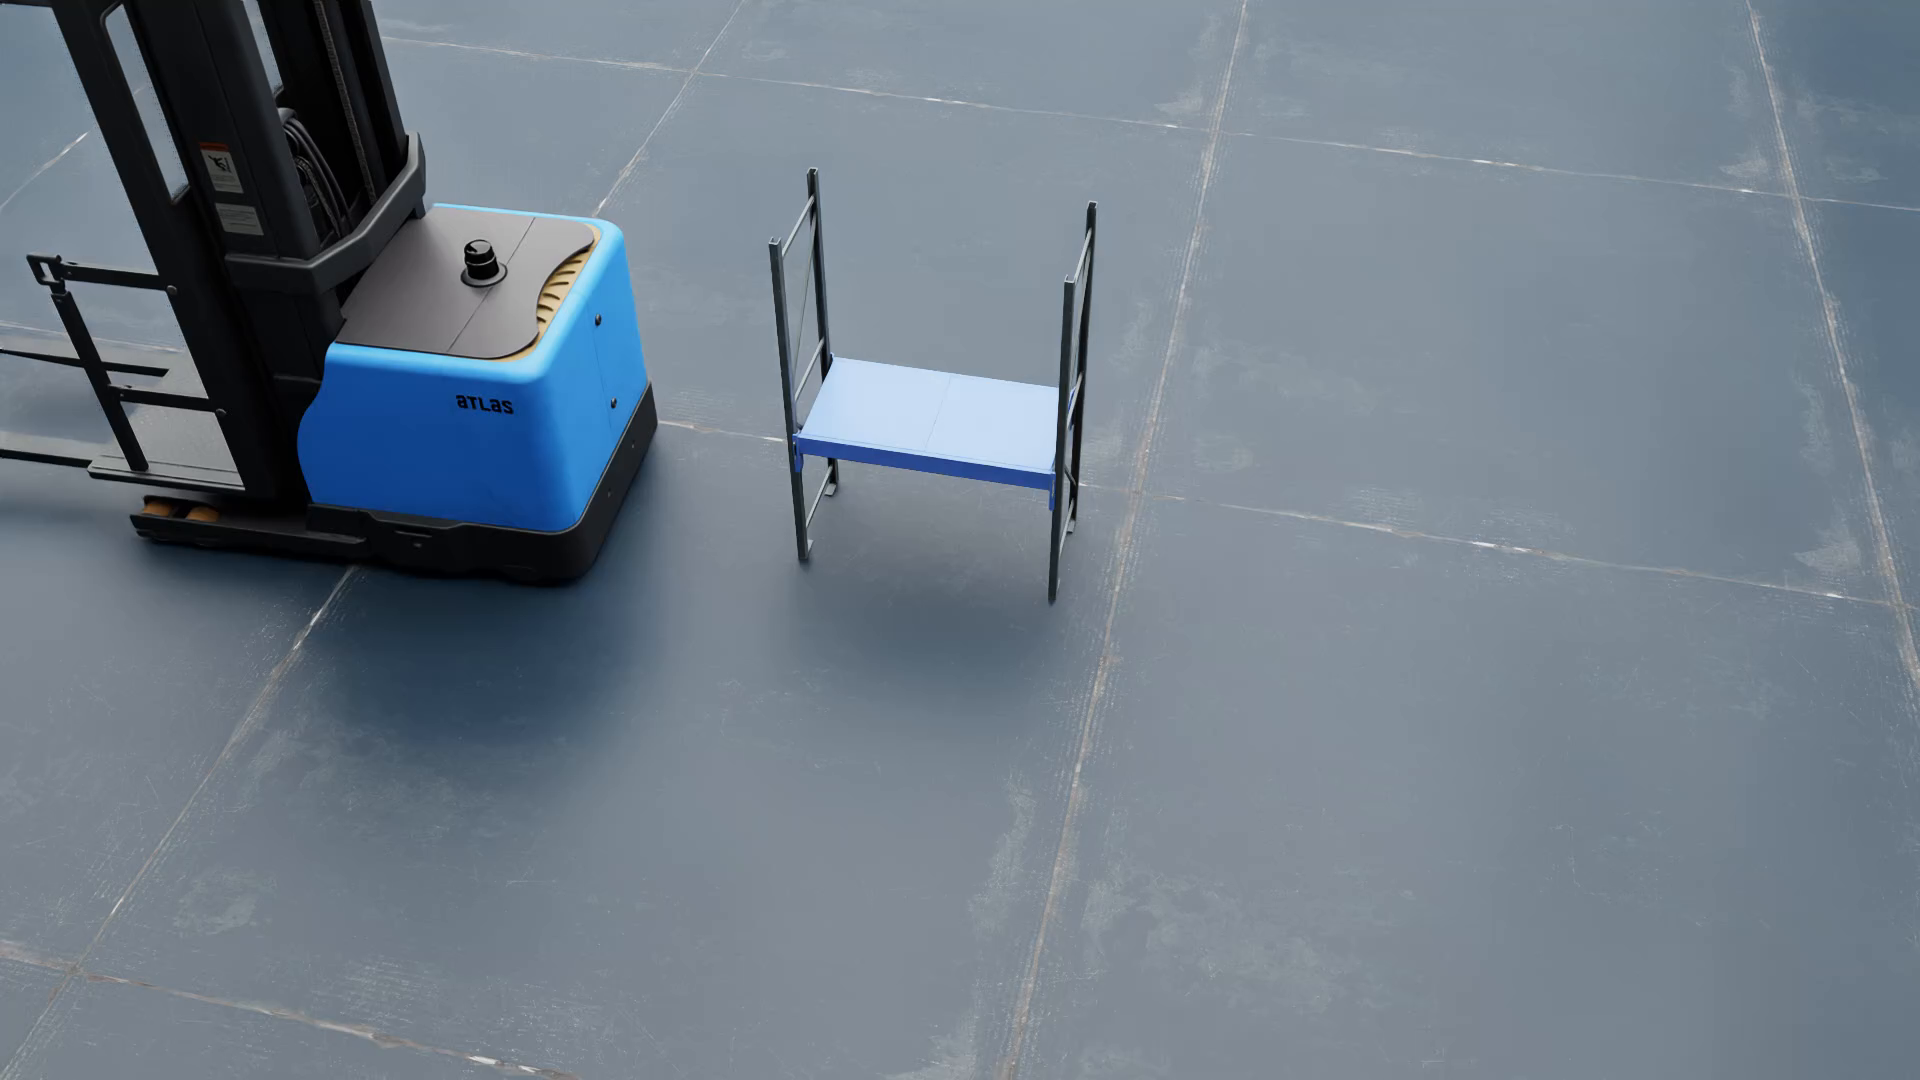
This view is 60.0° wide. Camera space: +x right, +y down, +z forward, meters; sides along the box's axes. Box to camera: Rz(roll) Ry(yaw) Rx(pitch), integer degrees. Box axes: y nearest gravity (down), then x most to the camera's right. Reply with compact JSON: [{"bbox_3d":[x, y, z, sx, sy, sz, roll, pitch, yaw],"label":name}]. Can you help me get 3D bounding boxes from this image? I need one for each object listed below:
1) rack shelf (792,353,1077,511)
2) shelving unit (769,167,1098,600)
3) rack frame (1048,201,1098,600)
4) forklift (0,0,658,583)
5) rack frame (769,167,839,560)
[{"bbox_3d":[-0.083,-0.424,6.368,1.000,0.185,0.538,9,45,9],"label":"rack shelf"},{"bbox_3d":[-0.083,-0.553,6.243,1.048,1.500,0.538,9,45,9],"label":"shelving unit"},{"bbox_3d":[0.413,-0.476,6.163,0.032,1.500,0.500,9,45,9],"label":"rack frame"},{"bbox_3d":[-2.867,-1.382,6.072,3.031,2.935,1.130,7,44,7],"label":"forklift"},{"bbox_3d":[-0.579,-0.630,6.323,0.032,1.500,0.500,9,45,9],"label":"rack frame"}]
